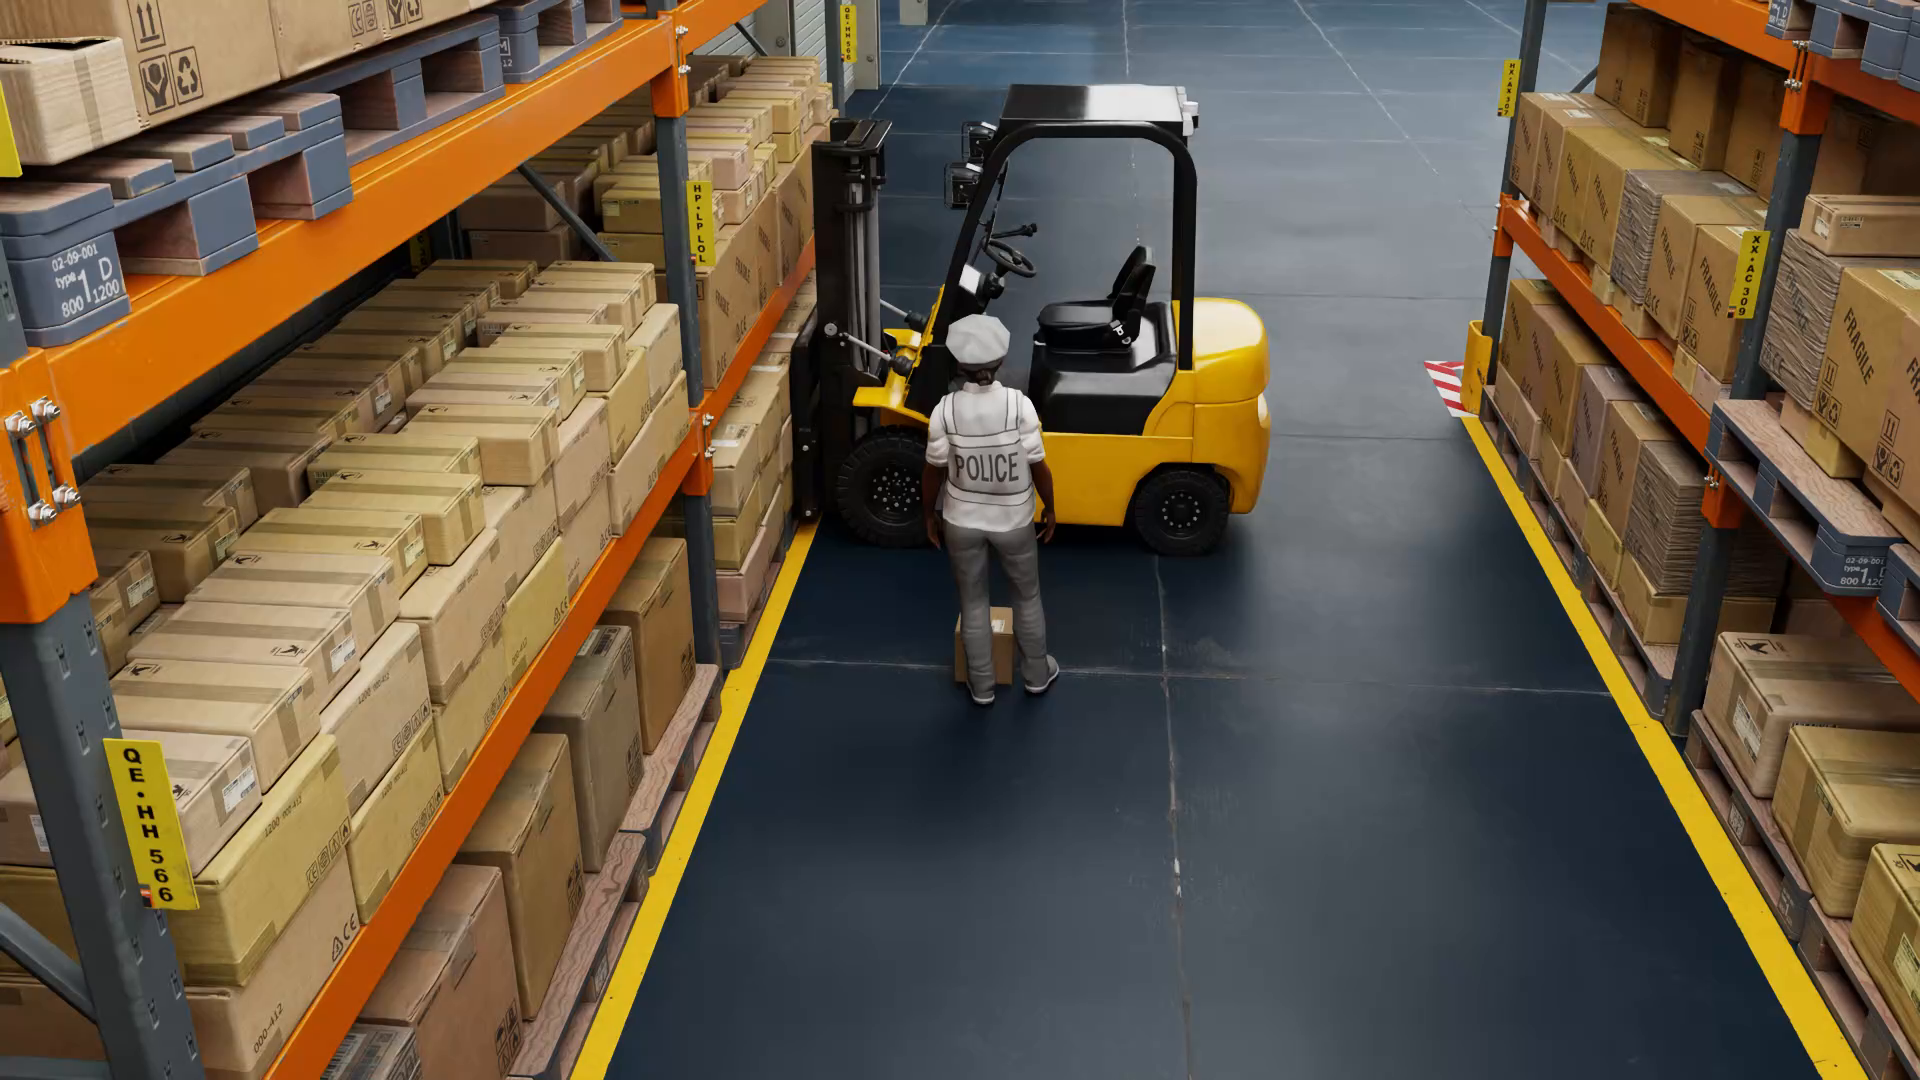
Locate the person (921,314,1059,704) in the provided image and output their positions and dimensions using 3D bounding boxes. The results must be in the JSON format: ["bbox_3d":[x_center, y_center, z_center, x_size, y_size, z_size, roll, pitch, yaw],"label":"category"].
[{"bbox_3d":[0.136,-0.117,6.802,0.569,1.692,0.529,2,25,4],"label":"person"}]
